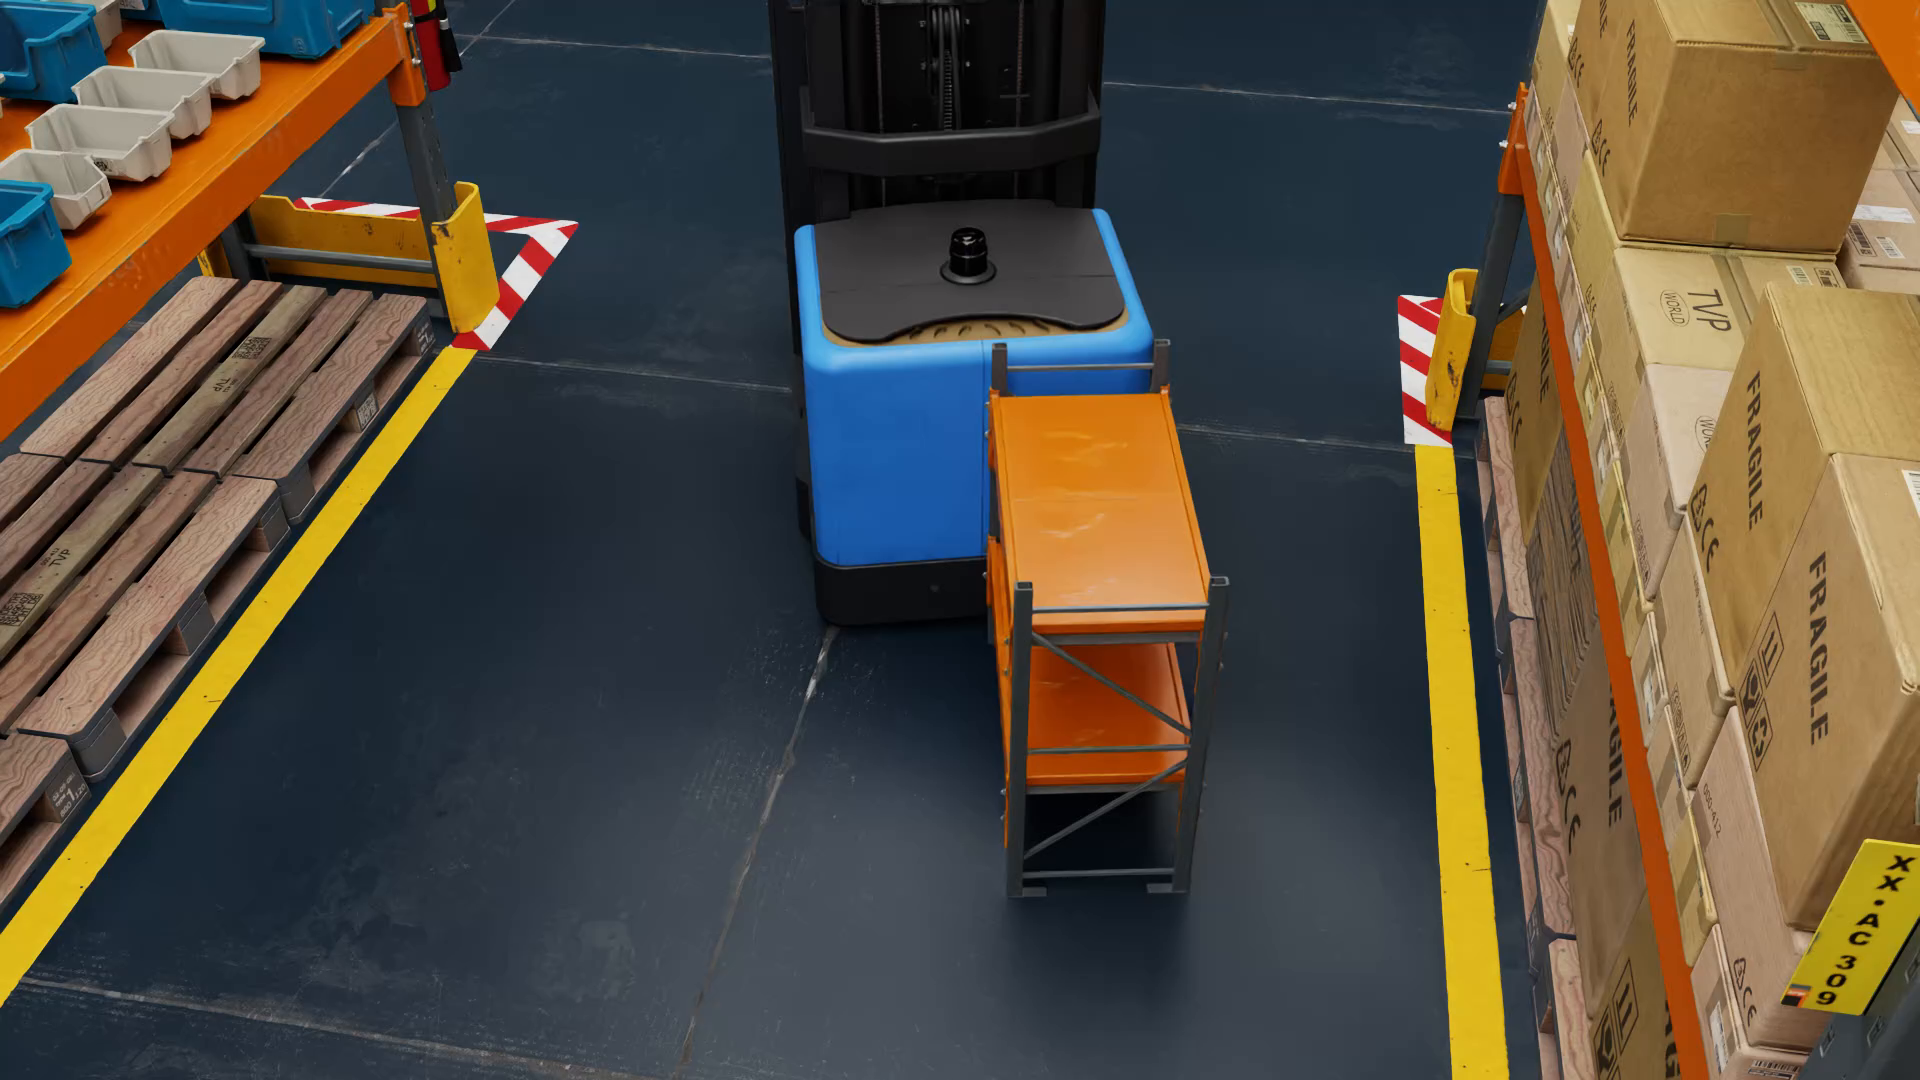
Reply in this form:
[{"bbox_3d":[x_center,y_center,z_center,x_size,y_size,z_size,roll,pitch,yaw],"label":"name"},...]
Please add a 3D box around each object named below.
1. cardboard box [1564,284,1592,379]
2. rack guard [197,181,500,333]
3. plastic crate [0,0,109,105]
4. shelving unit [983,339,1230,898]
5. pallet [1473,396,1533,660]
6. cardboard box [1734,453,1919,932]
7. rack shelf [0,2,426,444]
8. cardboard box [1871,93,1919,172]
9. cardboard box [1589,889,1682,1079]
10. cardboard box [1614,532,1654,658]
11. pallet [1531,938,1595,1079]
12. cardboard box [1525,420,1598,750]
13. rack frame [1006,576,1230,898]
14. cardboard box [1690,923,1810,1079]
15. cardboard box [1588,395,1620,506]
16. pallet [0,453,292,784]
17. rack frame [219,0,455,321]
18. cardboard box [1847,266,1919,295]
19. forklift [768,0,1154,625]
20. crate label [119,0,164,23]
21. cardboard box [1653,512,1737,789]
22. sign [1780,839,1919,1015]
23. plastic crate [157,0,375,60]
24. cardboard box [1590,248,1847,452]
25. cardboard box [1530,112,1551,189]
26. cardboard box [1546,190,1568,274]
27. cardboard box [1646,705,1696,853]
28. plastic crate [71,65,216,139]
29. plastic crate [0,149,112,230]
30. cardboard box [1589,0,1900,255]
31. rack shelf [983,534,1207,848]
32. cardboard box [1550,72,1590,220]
[{"bbox_3d":[1.754,-0.509,4.209,0.380,0.149,0.250,6,40,7],"label":"cardboard box"},{"bbox_3d":[-2.526,-1.199,6.808,1.175,0.500,0.348,6,40,8],"label":"rack guard"},{"bbox_3d":[-2.998,-1.573,5.383,0.416,0.233,0.300,6,40,8],"label":"plastic crate"},{"bbox_3d":[0.358,0.210,4.613,0.538,1.125,1.048,-1,40,-2],"label":"shelving unit"},{"bbox_3d":[2.300,-0.015,5.602,1.003,0.211,1.213,6,40,8],"label":"pallet"},{"bbox_3d":[1.485,0.247,2.393,0.500,0.500,0.500,7,40,9],"label":"cardboard box"},{"bbox_3d":[-2.863,-0.614,4.703,1.077,0.370,4.000,6,40,8],"label":"rack shelf"},{"bbox_3d":[2.450,-1.005,4.496,0.500,0.250,0.500,6,40,7],"label":"cardboard box"},{"bbox_3d":[1.862,1.162,3.328,0.875,0.875,0.875,6,40,8],"label":"cardboard box"},{"bbox_3d":[1.577,0.134,3.431,0.380,0.149,0.250,7,40,9],"label":"cardboard box"},{"bbox_3d":[1.877,1.517,3.750,1.003,0.211,1.213,6,40,8],"label":"pallet"},{"bbox_3d":[2.171,0.039,4.687,0.875,0.875,0.875,6,40,8],"label":"cardboard box"},{"bbox_3d":[0.376,0.534,4.222,0.500,1.125,0.032,-1,40,-2],"label":"rack frame"},{"bbox_3d":[1.399,0.780,2.650,0.380,0.149,0.250,7,40,8],"label":"cardboard box"},{"bbox_3d":[1.666,-0.186,3.818,0.380,0.149,0.250,7,40,8],"label":"cardboard box"},{"bbox_3d":[-2.912,0.205,5.336,1.003,0.211,1.213,6,40,8],"label":"pallet"},{"bbox_3d":[-2.517,-2.146,5.992,1.000,3.000,0.127,6,40,8],"label":"rack frame"},{"bbox_3d":[2.276,-0.358,3.713,0.500,0.250,0.500,6,40,8],"label":"cardboard box"},{"bbox_3d":[-0.102,-1.790,5.615,1.130,2.935,3.031,-4,40,-5],"label":"forklift"},{"bbox_3d":[-2.884,-1.986,5.882,0.416,0.233,0.303,6,40,8],"label":"crate label"},{"bbox_3d":[1.574,0.223,3.011,0.500,0.250,0.500,8,40,9],"label":"cardboard box"},{"bbox_3d":[1.122,0.486,2.066,0.100,0.325,0.005,6,40,8],"label":"sign"},{"bbox_3d":[-2.391,-1.952,5.682,0.616,0.435,0.499,6,40,8],"label":"plastic crate"},{"bbox_3d":[1.753,-0.415,3.782,0.500,0.250,0.500,6,40,7],"label":"cardboard box"},{"bbox_3d":[1.931,-1.155,4.991,0.380,0.149,0.250,6,40,7],"label":"cardboard box"},{"bbox_3d":[1.844,-0.831,4.598,0.380,0.149,0.250,6,40,7],"label":"cardboard box"},{"bbox_3d":[1.488,0.457,3.040,0.380,0.149,0.250,6,40,7],"label":"cardboard box"},{"bbox_3d":[-2.544,-1.355,5.195,0.396,0.136,0.243,6,40,8],"label":"plastic crate"},{"bbox_3d":[-2.602,-0.990,4.753,0.298,0.136,0.250,6,40,8],"label":"plastic crate"},{"bbox_3d":[1.842,-1.035,3.943,0.500,0.500,0.500,5,40,6],"label":"cardboard box"},{"bbox_3d":[0.358,0.398,4.769,0.538,0.278,1.000,-1,40,-2],"label":"rack shelf"},{"bbox_3d":[1.928,-1.058,4.560,0.500,0.250,0.500,6,40,7],"label":"cardboard box"}]
